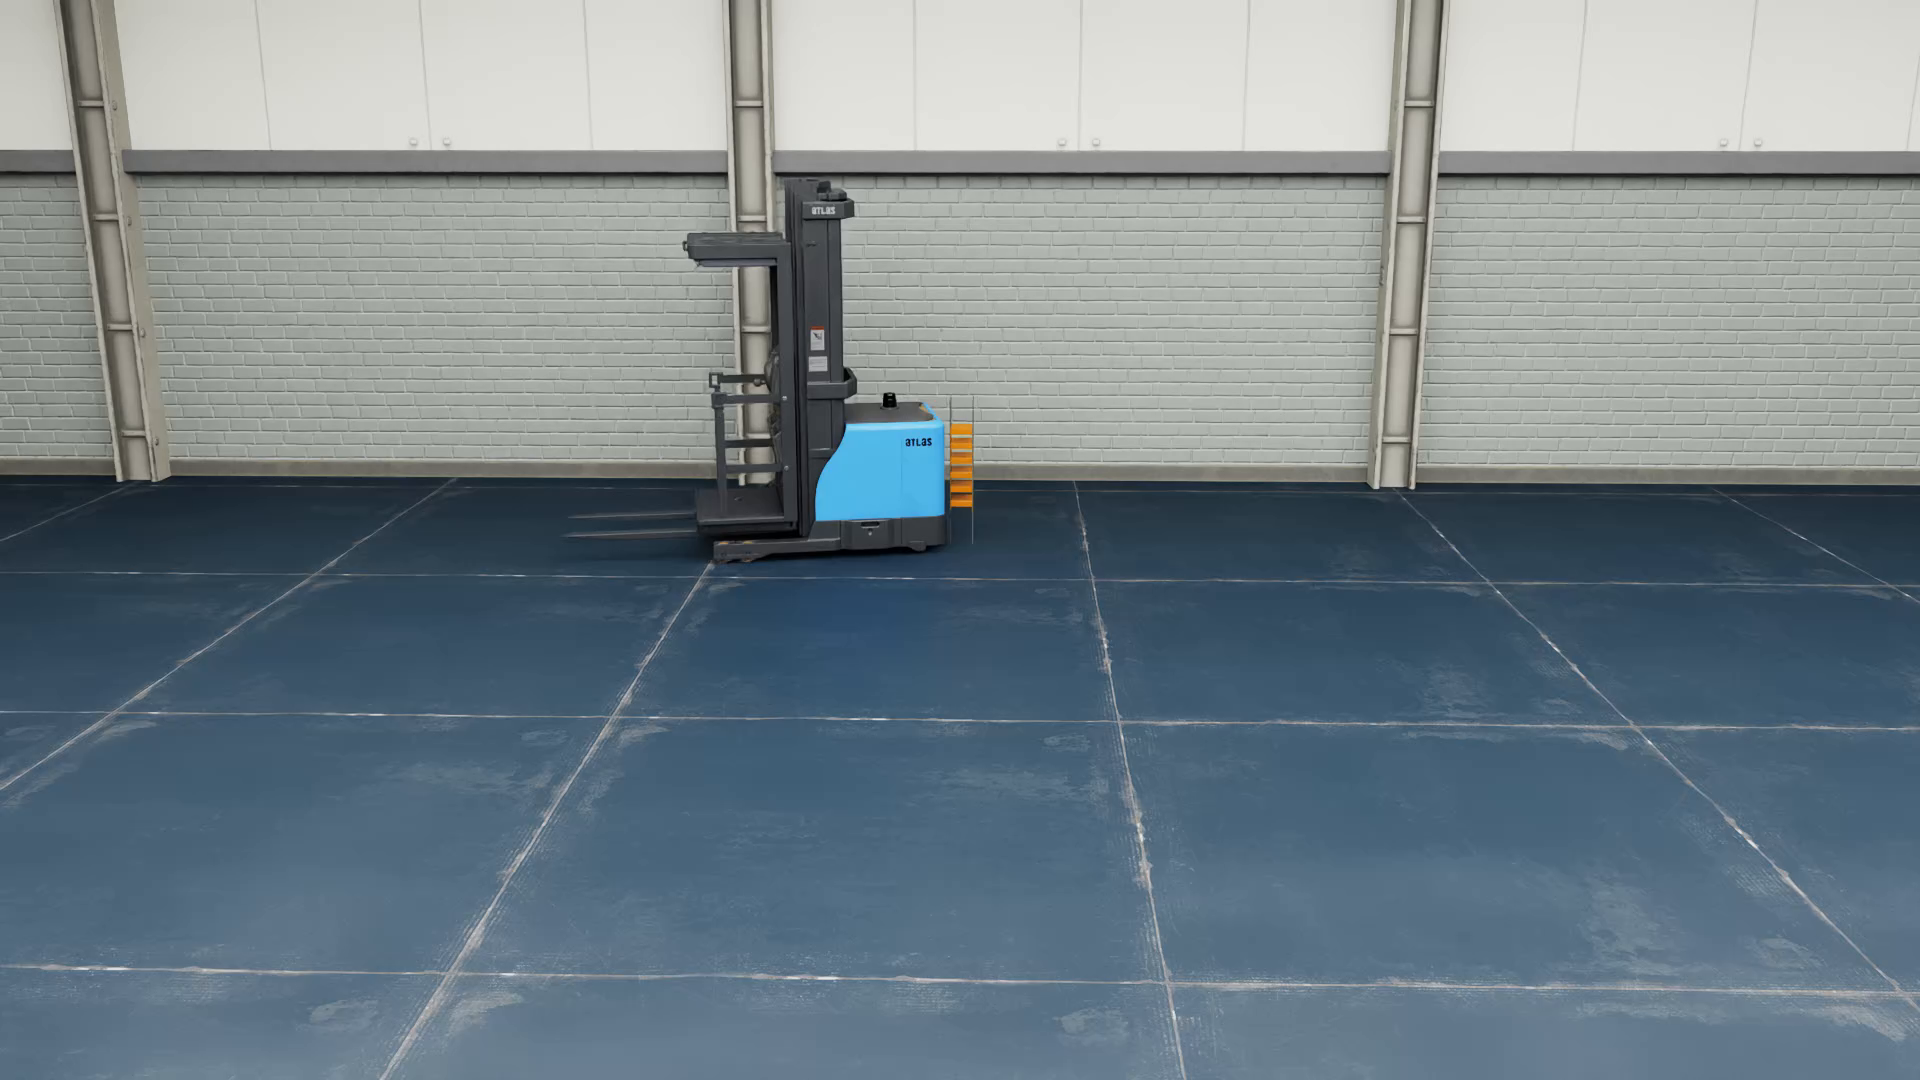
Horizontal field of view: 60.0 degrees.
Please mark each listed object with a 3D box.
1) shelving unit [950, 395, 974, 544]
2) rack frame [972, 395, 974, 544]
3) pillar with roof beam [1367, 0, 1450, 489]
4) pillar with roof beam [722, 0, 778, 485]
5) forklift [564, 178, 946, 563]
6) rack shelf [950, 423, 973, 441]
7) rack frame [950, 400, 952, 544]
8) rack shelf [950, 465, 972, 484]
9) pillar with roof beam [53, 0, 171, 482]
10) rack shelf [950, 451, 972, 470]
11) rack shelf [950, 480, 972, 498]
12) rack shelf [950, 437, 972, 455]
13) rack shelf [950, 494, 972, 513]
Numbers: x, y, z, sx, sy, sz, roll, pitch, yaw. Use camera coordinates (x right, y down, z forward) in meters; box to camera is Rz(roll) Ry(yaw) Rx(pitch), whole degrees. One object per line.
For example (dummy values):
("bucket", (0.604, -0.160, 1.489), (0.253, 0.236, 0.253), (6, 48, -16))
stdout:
("shelving unit", (0.014, -0.580, 13.687), (0.189, 1.200, 0.258), (0, 15, 1))
("rack frame", (0.106, -0.579, 13.684), (0.006, 1.200, 0.240), (0, 15, 1))
("pillar with roof beam", (3.986, -3.775, 10.507), (0.400, 9.000, 9.100), (0, 15, 1))
("pillar with roof beam", (-2.012, -3.814, 10.655), (0.400, 9.000, 9.100), (0, 15, 1))
("forklift", (-1.676, -1.378, 13.317), (3.031, 2.935, 1.130), (-2, 15, -9))
("rack shelf", (0.014, -0.885, 13.606), (0.180, 0.103, 0.258), (0, 15, 1))
("rack frame", (-0.077, -0.581, 13.689), (0.006, 1.200, 0.240), (0, 15, 1))
("rack shelf", (0.014, -0.537, 13.698), (0.180, 0.103, 0.258), (0, 15, 1))
("pillar with roof beam", (-8.010, -3.853, 10.803), (0.400, 9.000, 9.100), (0, 15, 1))
("rack shelf", (0.014, -0.653, 13.667), (0.180, 0.103, 0.258), (0, 15, 1))
("rack shelf", (0.014, -0.421, 13.729), (0.180, 0.103, 0.258), (0, 15, 1))
("rack shelf", (0.014, -0.769, 13.637), (0.180, 0.103, 0.258), (0, 15, 1))
("rack shelf", (0.014, -0.305, 13.759), (0.180, 0.103, 0.258), (0, 15, 1))
